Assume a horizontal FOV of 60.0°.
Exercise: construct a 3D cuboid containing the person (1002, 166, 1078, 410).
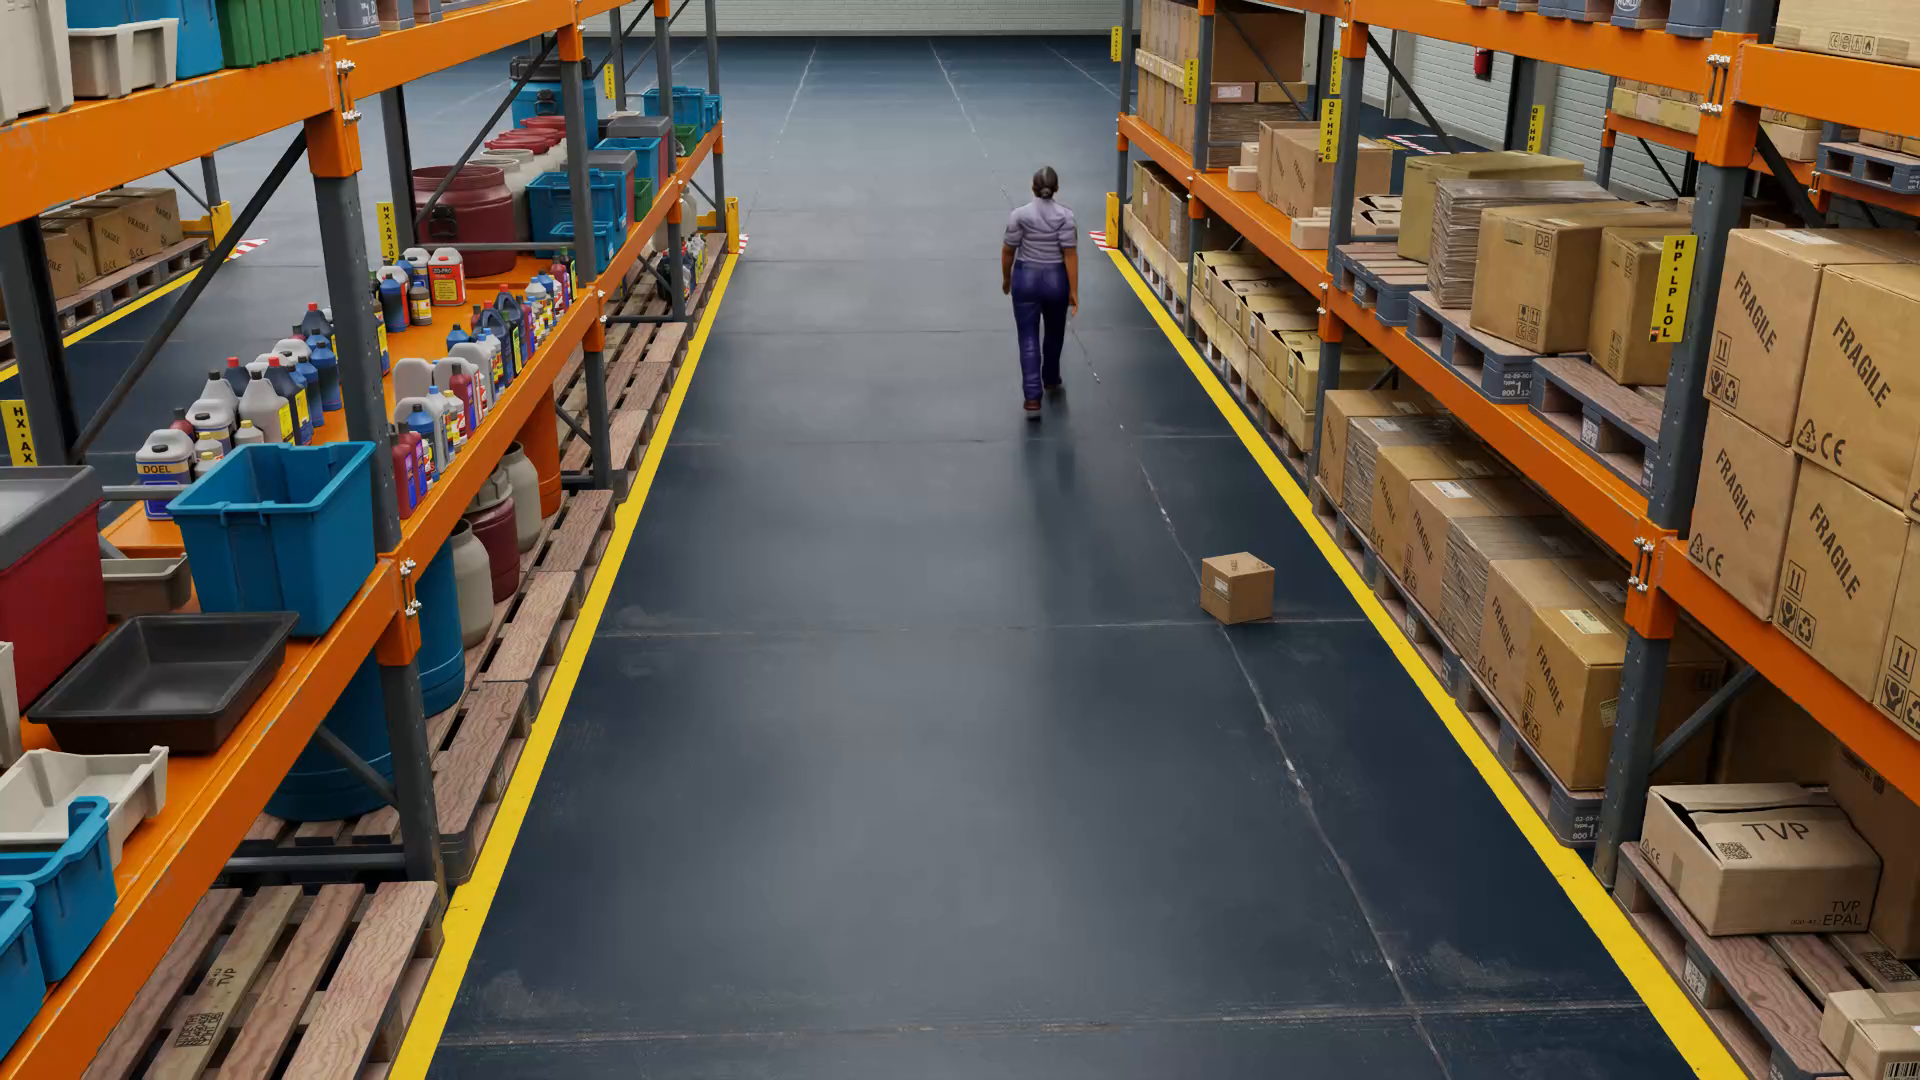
[{"bbox_3d":[0.530,-1.727,11.190,0.505,1.586,0.976,0,21,-1],"label":"person"}]
